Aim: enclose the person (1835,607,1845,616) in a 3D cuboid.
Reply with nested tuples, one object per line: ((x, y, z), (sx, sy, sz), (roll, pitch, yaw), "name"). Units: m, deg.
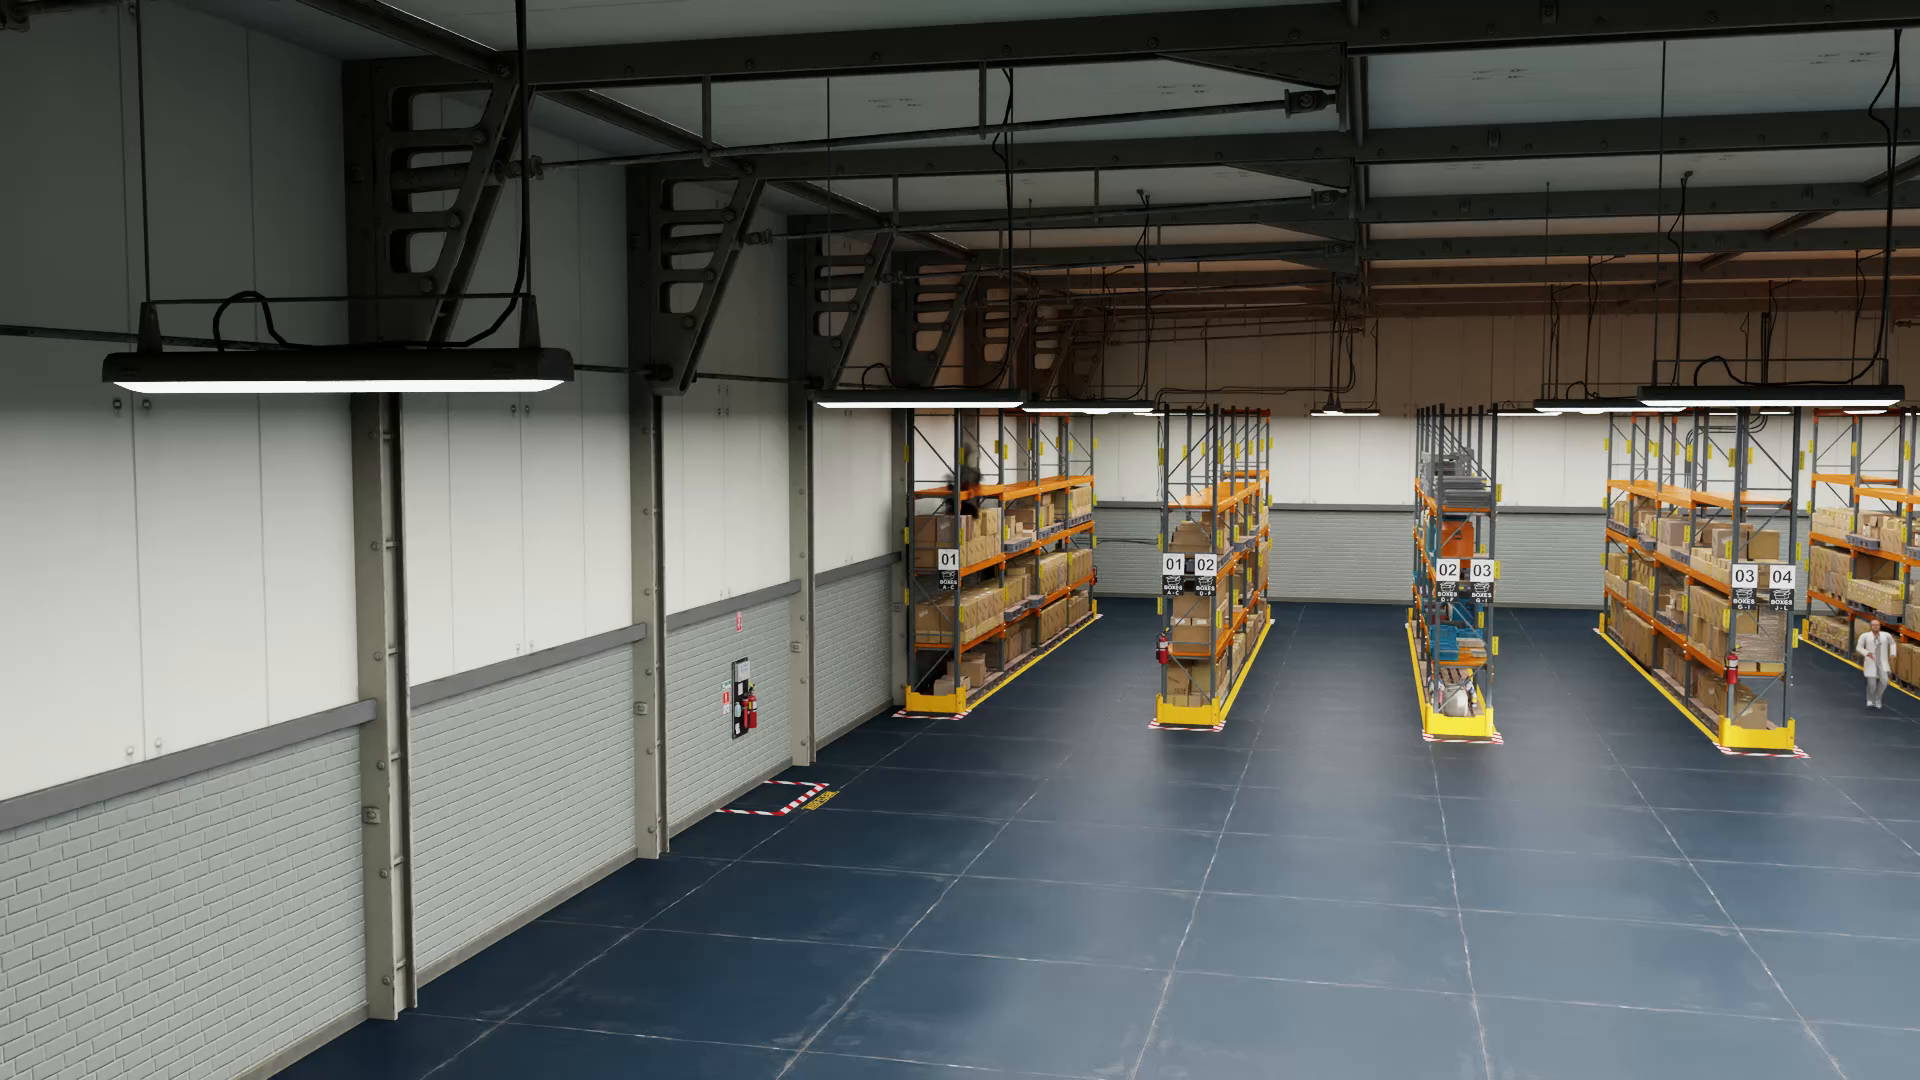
((23.461, 1.645, 44.080), (0.632, 1.730, 0.689), (1, 4, 15), "person")

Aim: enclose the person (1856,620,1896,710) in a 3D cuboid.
((18.119, 2.464, 32.878), (0.719, 1.765, 0.730), (2, 4, 21), "person")
